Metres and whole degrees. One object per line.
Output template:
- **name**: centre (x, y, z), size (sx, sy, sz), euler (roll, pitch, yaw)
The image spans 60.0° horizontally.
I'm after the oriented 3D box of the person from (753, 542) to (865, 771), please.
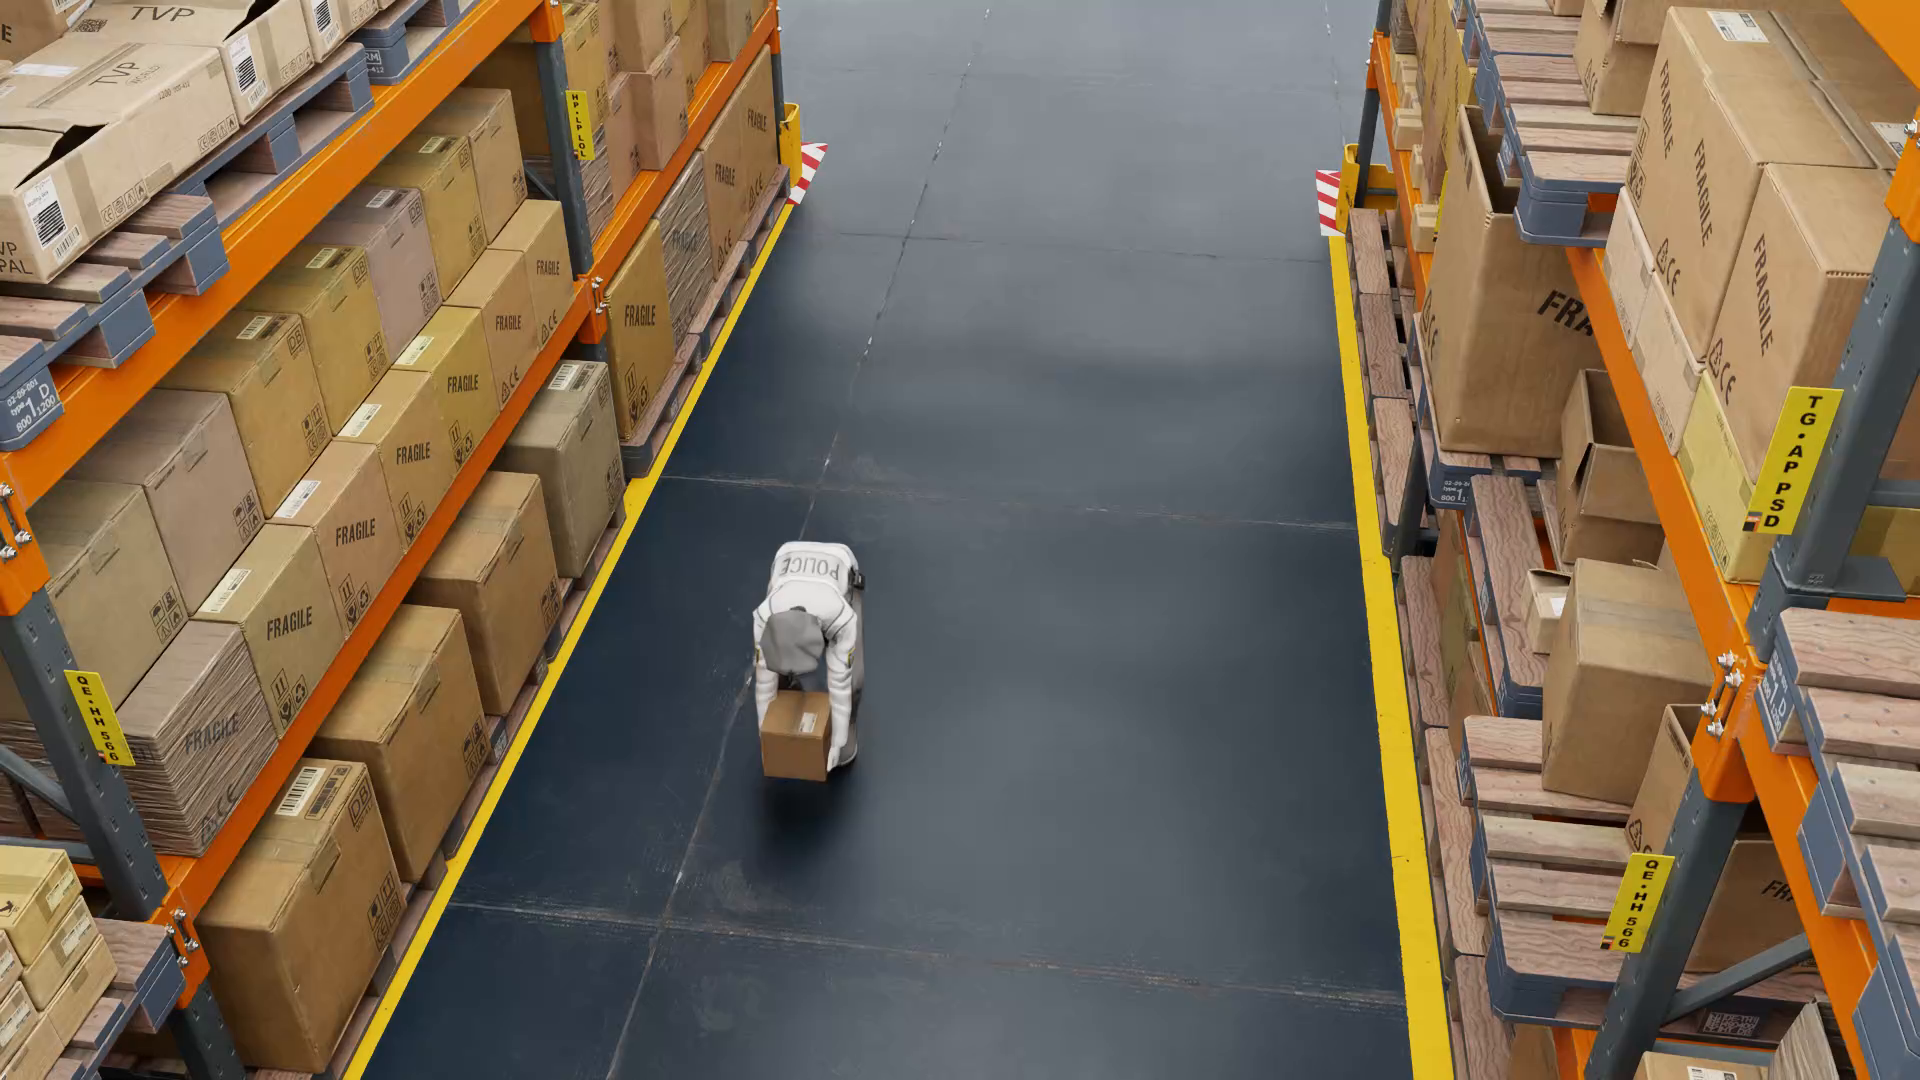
- **person**: centre (-0.619, 0.529, 6.809), size (0.445, 1.086, 0.919), euler (3, 36, 4)
